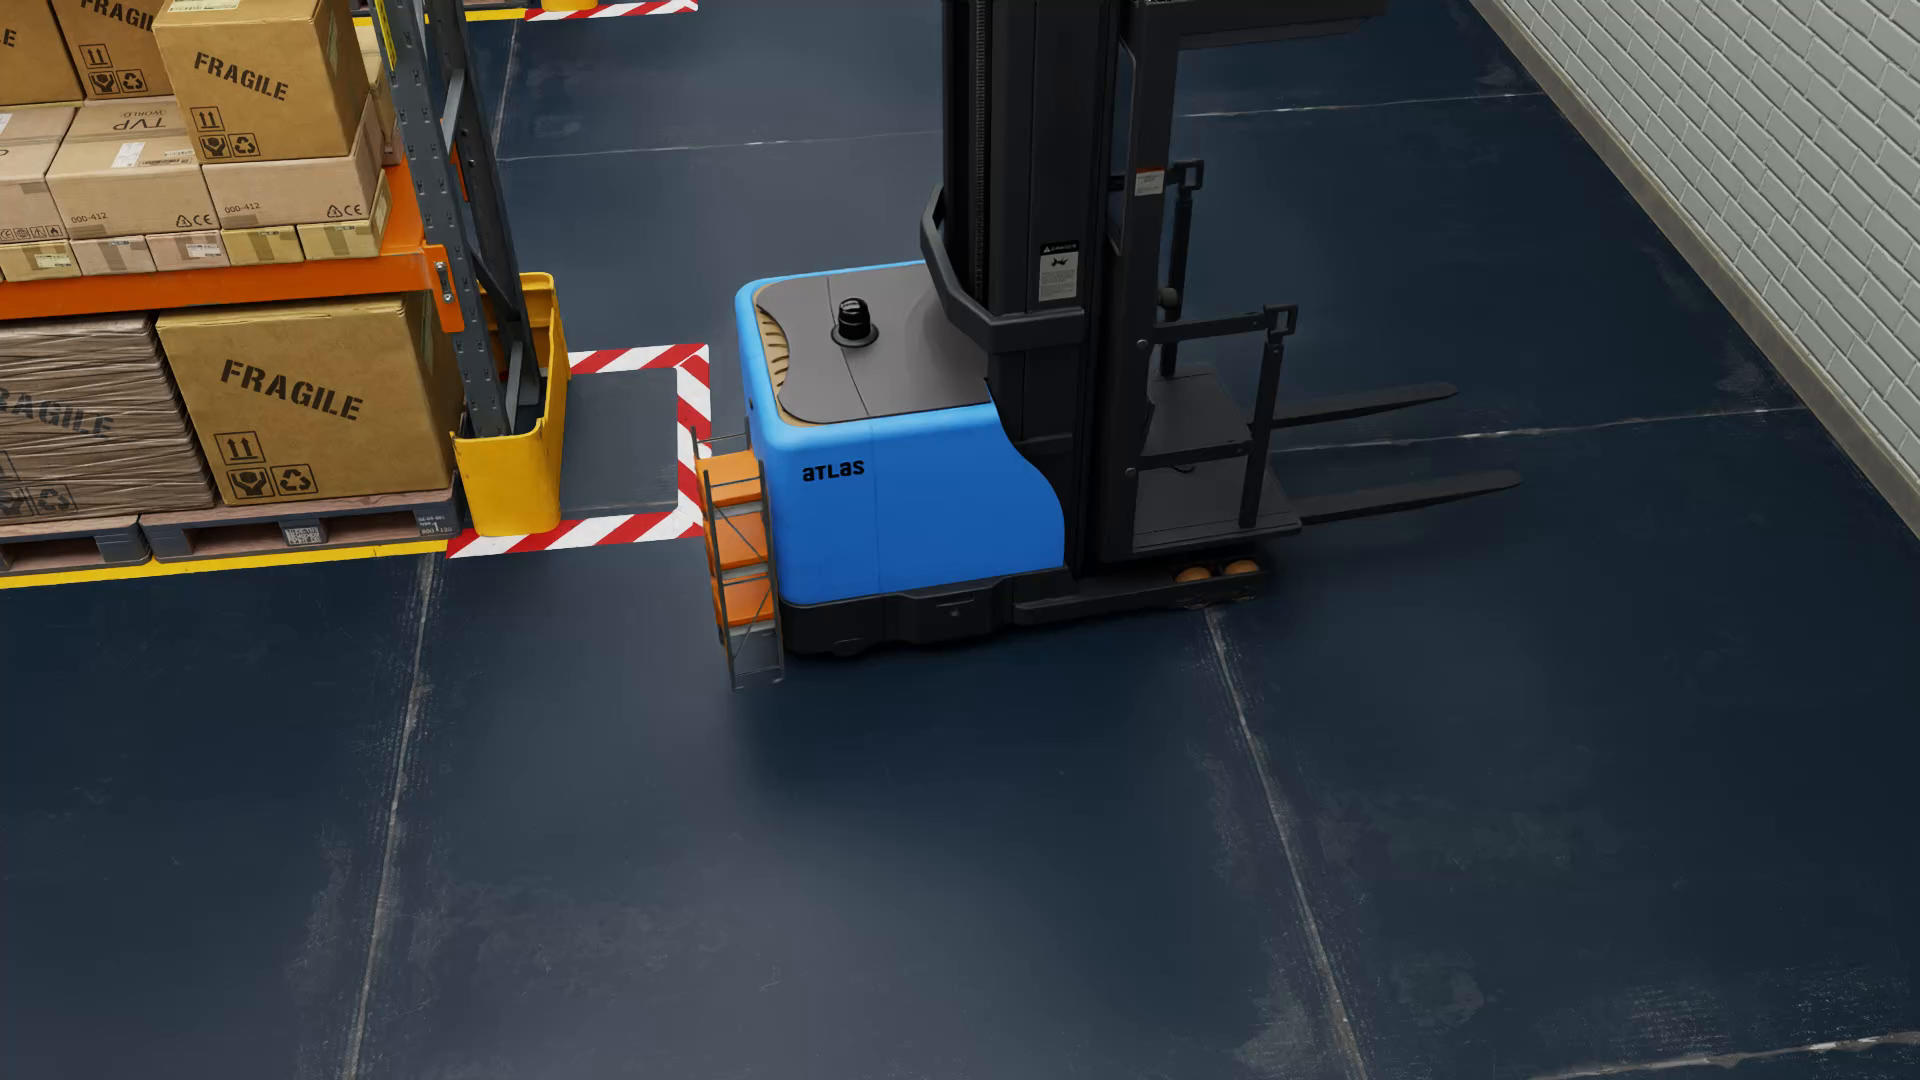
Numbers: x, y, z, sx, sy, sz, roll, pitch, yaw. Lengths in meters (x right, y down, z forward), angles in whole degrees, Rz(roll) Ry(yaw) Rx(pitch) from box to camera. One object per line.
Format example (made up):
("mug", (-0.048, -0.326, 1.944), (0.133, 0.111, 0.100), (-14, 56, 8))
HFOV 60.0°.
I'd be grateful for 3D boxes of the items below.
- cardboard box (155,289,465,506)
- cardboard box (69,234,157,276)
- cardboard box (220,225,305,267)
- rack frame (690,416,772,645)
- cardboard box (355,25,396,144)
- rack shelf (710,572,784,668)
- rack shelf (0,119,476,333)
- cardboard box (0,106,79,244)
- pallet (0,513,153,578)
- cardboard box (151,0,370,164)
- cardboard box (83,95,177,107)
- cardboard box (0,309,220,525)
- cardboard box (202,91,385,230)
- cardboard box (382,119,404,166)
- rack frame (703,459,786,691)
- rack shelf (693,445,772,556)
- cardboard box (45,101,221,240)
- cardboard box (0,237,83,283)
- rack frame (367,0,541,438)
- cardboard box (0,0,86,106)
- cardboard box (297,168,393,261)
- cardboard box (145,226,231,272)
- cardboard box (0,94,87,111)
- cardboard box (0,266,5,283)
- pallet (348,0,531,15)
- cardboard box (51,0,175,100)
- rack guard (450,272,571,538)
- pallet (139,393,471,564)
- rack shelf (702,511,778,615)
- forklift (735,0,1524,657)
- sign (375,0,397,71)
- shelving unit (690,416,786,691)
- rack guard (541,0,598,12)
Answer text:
("cardboard box", (-2.529, -0.778, 6.646), (0.875, 0.875, 0.875), (-5, 42, -6))
("cardboard box", (-2.971, -1.111, 5.930), (0.250, 0.149, 0.380), (-4, 42, -5))
("cardboard box", (-2.473, -1.153, 5.977), (0.250, 0.149, 0.380), (-5, 42, -5))
("rack frame", (-0.814, -0.012, 5.979), (0.200, 1.050, 0.008), (-11, 43, -12))
("cardboard box", (-2.416, -1.712, 6.299), (0.500, 0.250, 0.500), (-6, 42, -7))
("rack shelf", (-0.779, 0.280, 6.086), (0.215, 0.259, 0.240), (-11, 43, -12))
("rack shelf", (-3.888, -1.079, 6.244), (4.000, 0.370, 1.077), (-5, 42, -6))
("cardboard box", (-3.359, -1.268, 5.806), (0.500, 0.250, 0.500), (-6, 42, -7))
("pallet", (-3.895, -0.259, 6.880), (1.213, 0.211, 1.003), (-5, 42, -6))
("cardboard box", (-2.354, -1.636, 5.654), (0.500, 0.500, 0.500), (-5, 42, -5))
("cardboard box", (-2.930, -1.663, 6.244), (0.500, 0.250, 0.500), (-5, 42, -6))
("cardboard box", (-3.431, -0.699, 6.558), (0.875, 0.875, 0.875), (-5, 42, -6))
("cardboard box", (-2.351, -1.356, 5.904), (0.500, 0.250, 0.500), (-6, 42, -6))
("cardboard box", (-2.300, -1.615, 6.488), (0.250, 0.149, 0.380), (-5, 42, -5))
("rack frame", (-0.744, 0.145, 5.806), (0.200, 1.050, 0.008), (-11, 43, -12))
("rack shelf", (-0.779, -0.137, 5.710), (0.215, 0.259, 0.240), (-11, 43, -12))
("cardboard box", (-2.854, -1.313, 5.856), (0.500, 0.250, 0.500), (-6, 42, -6))
("cardboard box", (-3.228, -1.087, 5.903), (0.250, 0.149, 0.380), (-6, 42, -6))
("rack frame", (-1.905, -1.520, 6.195), (0.127, 3.000, 1.000), (-5, 42, -6))
("cardboard box", (-3.425, -1.898, 5.945), (0.500, 0.500, 0.500), (-6, 42, -7))
("cardboard box", (-2.215, -1.177, 6.003), (0.250, 0.149, 0.380), (-4, 42, -5))
("cardboard box", (-2.723, -1.132, 5.953), (0.250, 0.149, 0.380), (-5, 42, -5))
("cardboard box", (-3.429, -1.621, 6.198), (0.500, 0.250, 0.500), (-6, 42, -7))
("cardboard box", (-3.485, -1.064, 5.878), (0.250, 0.149, 0.380), (-5, 42, -5))
("pallet", (-3.370, -3.728, 10.725), (1.213, 0.211, 1.003), (-5, 42, -6))
("cardboard box", (-2.912, -1.947, 5.999), (0.500, 0.500, 0.500), (-6, 42, -7))
("rack guard", (-1.881, -0.594, 7.035), (0.348, 0.500, 1.175), (-5, 42, -6))
("pallet", (-2.688, -0.363, 6.995), (1.213, 0.211, 1.003), (-5, 42, -6))
("rack shelf", (-0.779, 0.074, 5.900), (0.215, 0.259, 0.240), (-11, 43, -12))
("forklift", (0.717, -1.159, 5.847), (3.031, 2.935, 1.130), (-8, 43, -9))
("sign", (-1.848, -1.676, 5.327), (0.005, 0.325, 0.100), (-5, 42, -6))
("shelving unit", (-0.779, 0.066, 5.893), (0.215, 1.050, 0.252), (-11, 43, -12))
("rack guard", (-2.525, -3.892, 10.691), (0.348, 0.500, 1.175), (-5, 42, -6))
